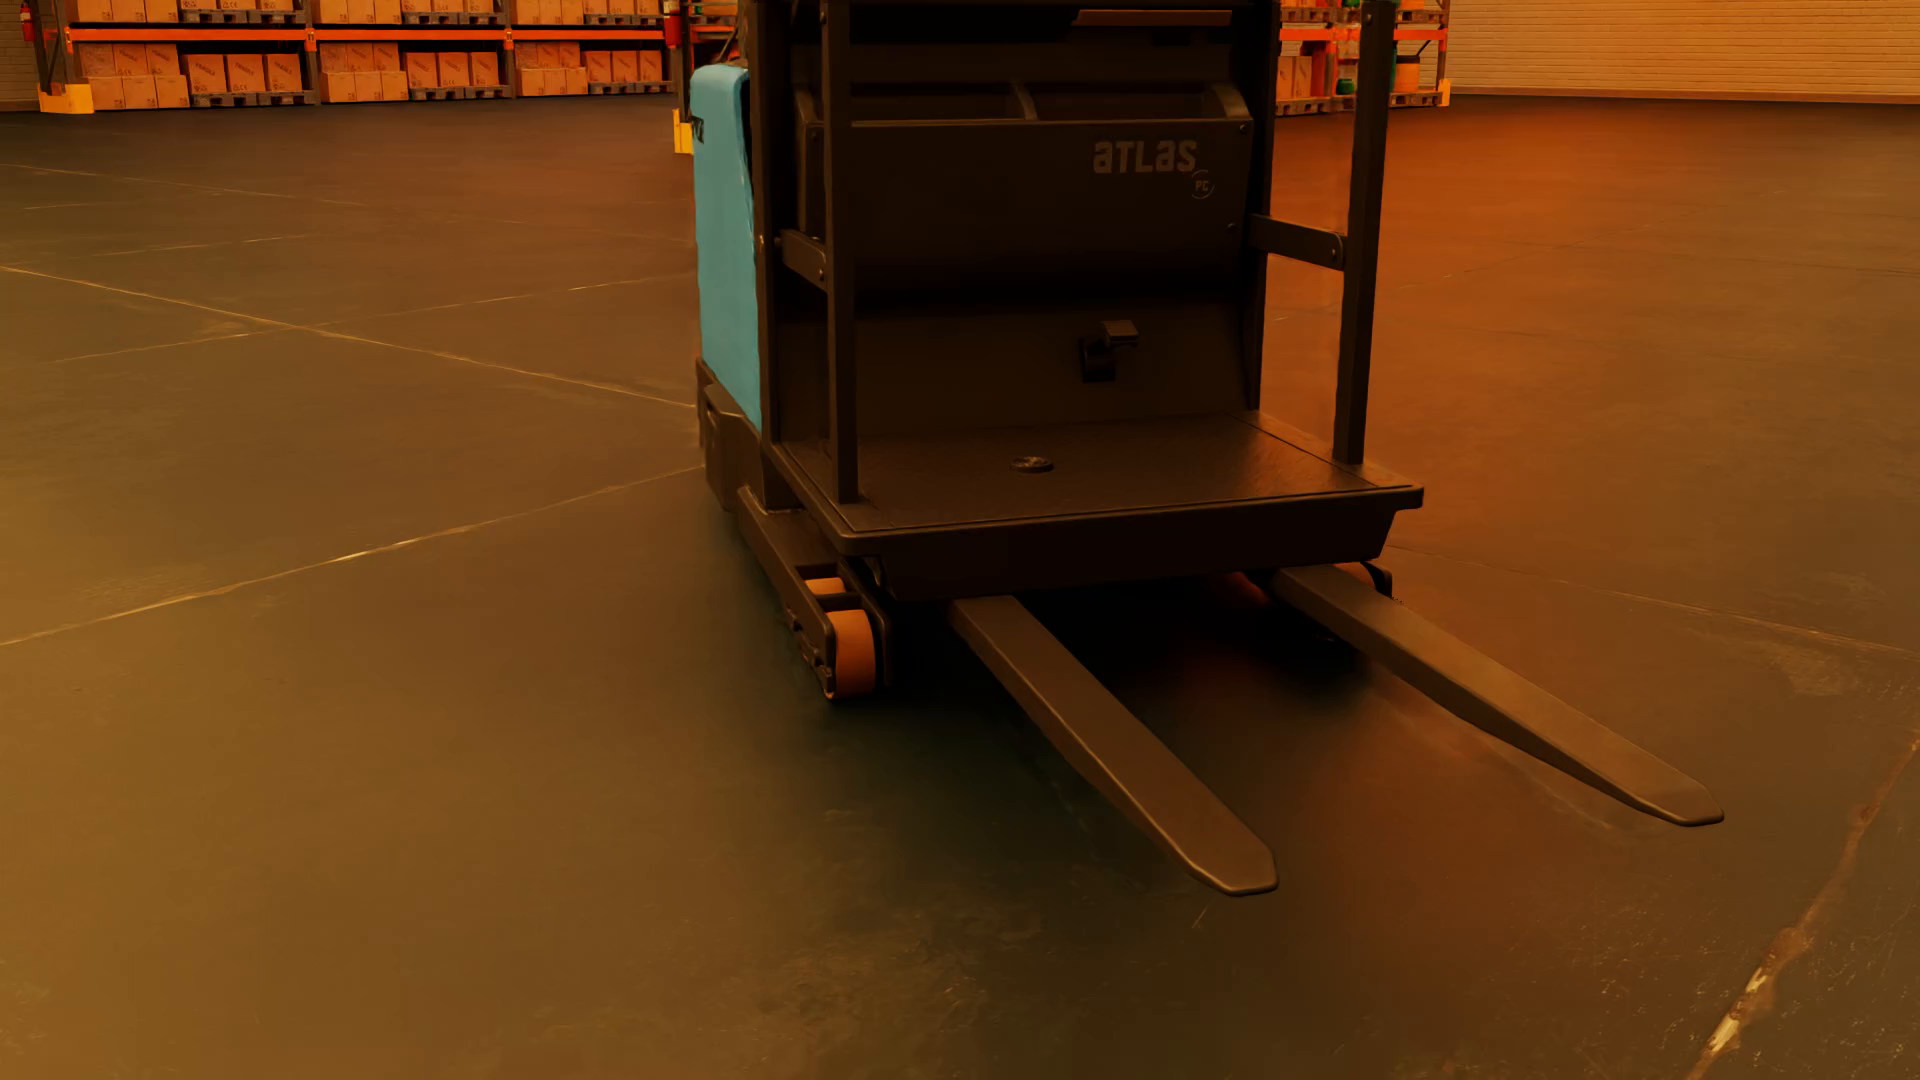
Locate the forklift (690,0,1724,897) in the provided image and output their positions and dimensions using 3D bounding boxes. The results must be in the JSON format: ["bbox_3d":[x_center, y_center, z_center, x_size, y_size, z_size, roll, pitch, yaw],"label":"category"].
[{"bbox_3d":[0.195,-1.242,2.986,1.130,2.935,3.031,-5,18,-16],"label":"forklift"}]
